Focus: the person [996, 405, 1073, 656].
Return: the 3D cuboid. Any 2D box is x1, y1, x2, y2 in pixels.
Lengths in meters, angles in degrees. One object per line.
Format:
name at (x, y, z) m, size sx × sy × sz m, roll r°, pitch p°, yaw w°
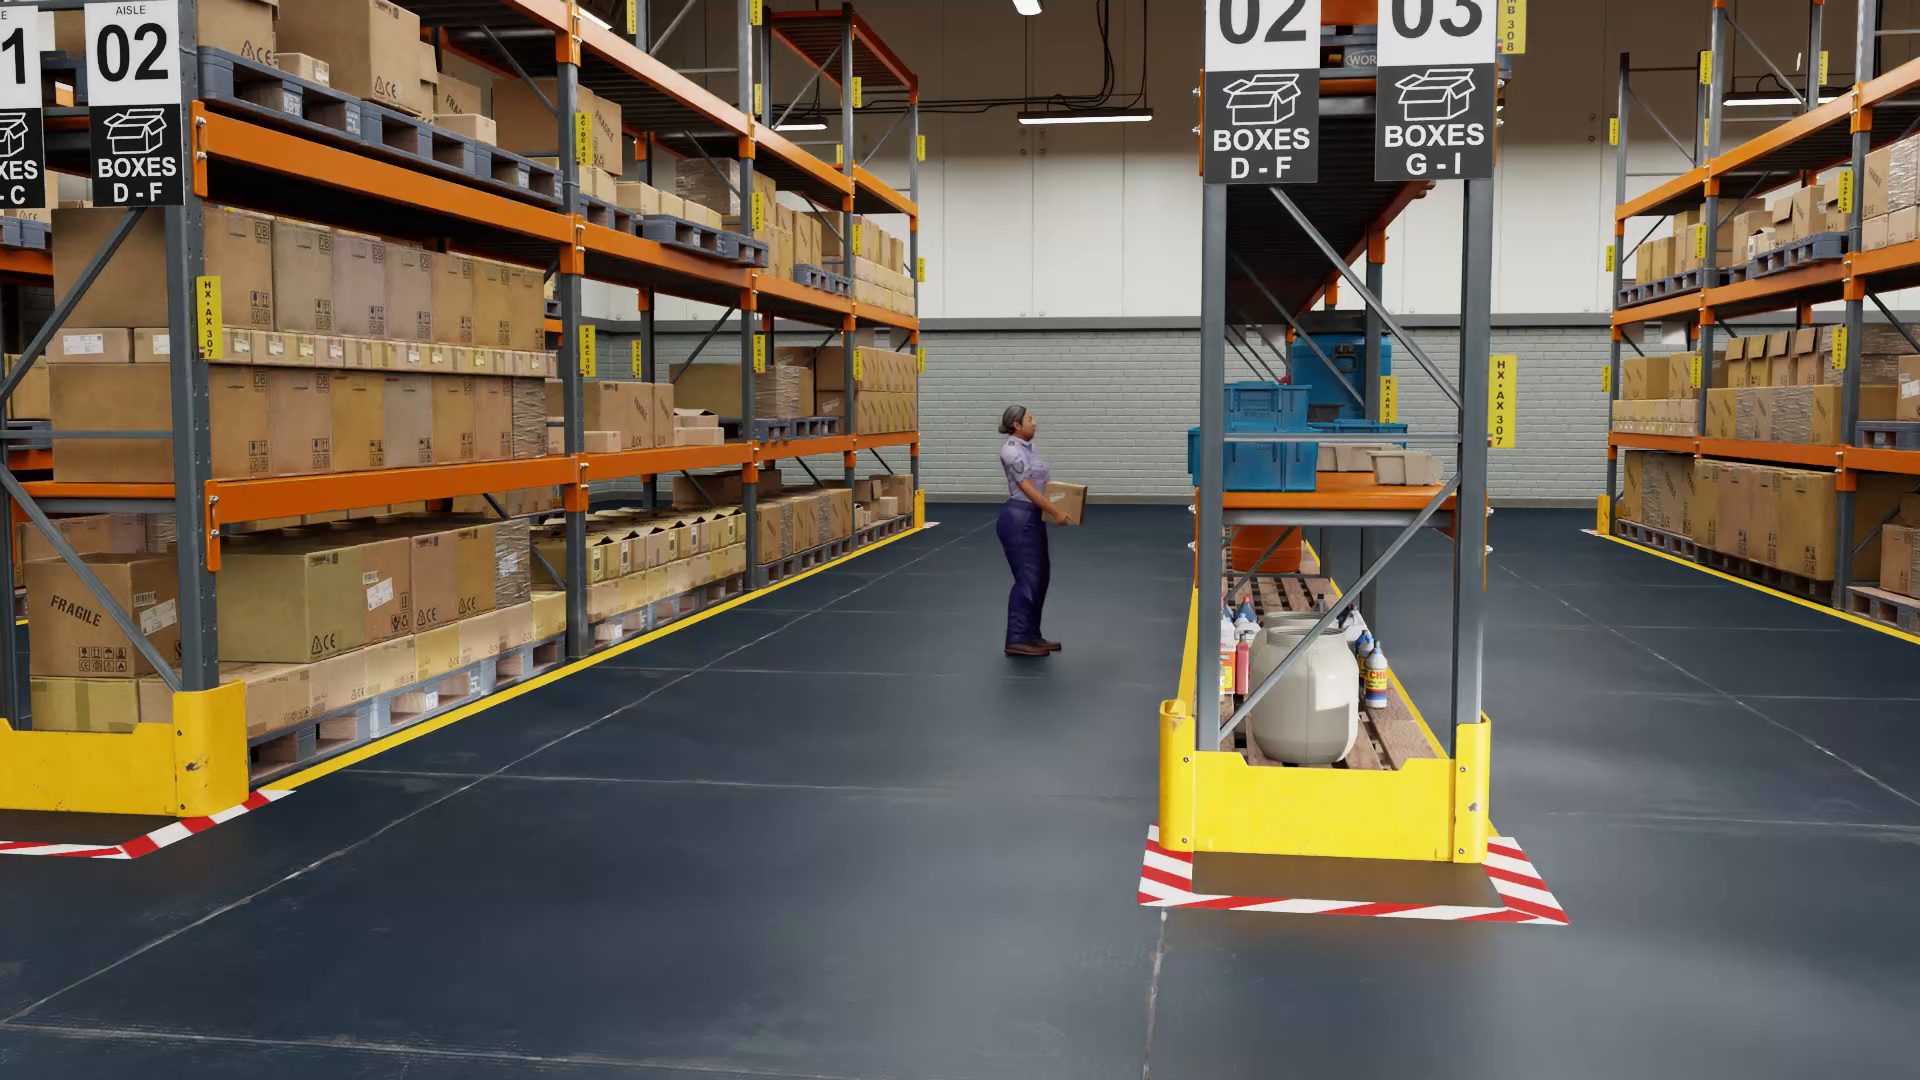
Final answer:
person at (0.506, -0.071, 10.963) m, size 0.517 × 1.637 × 0.453 m, roll 1°, pitch 5°, yaw 10°
